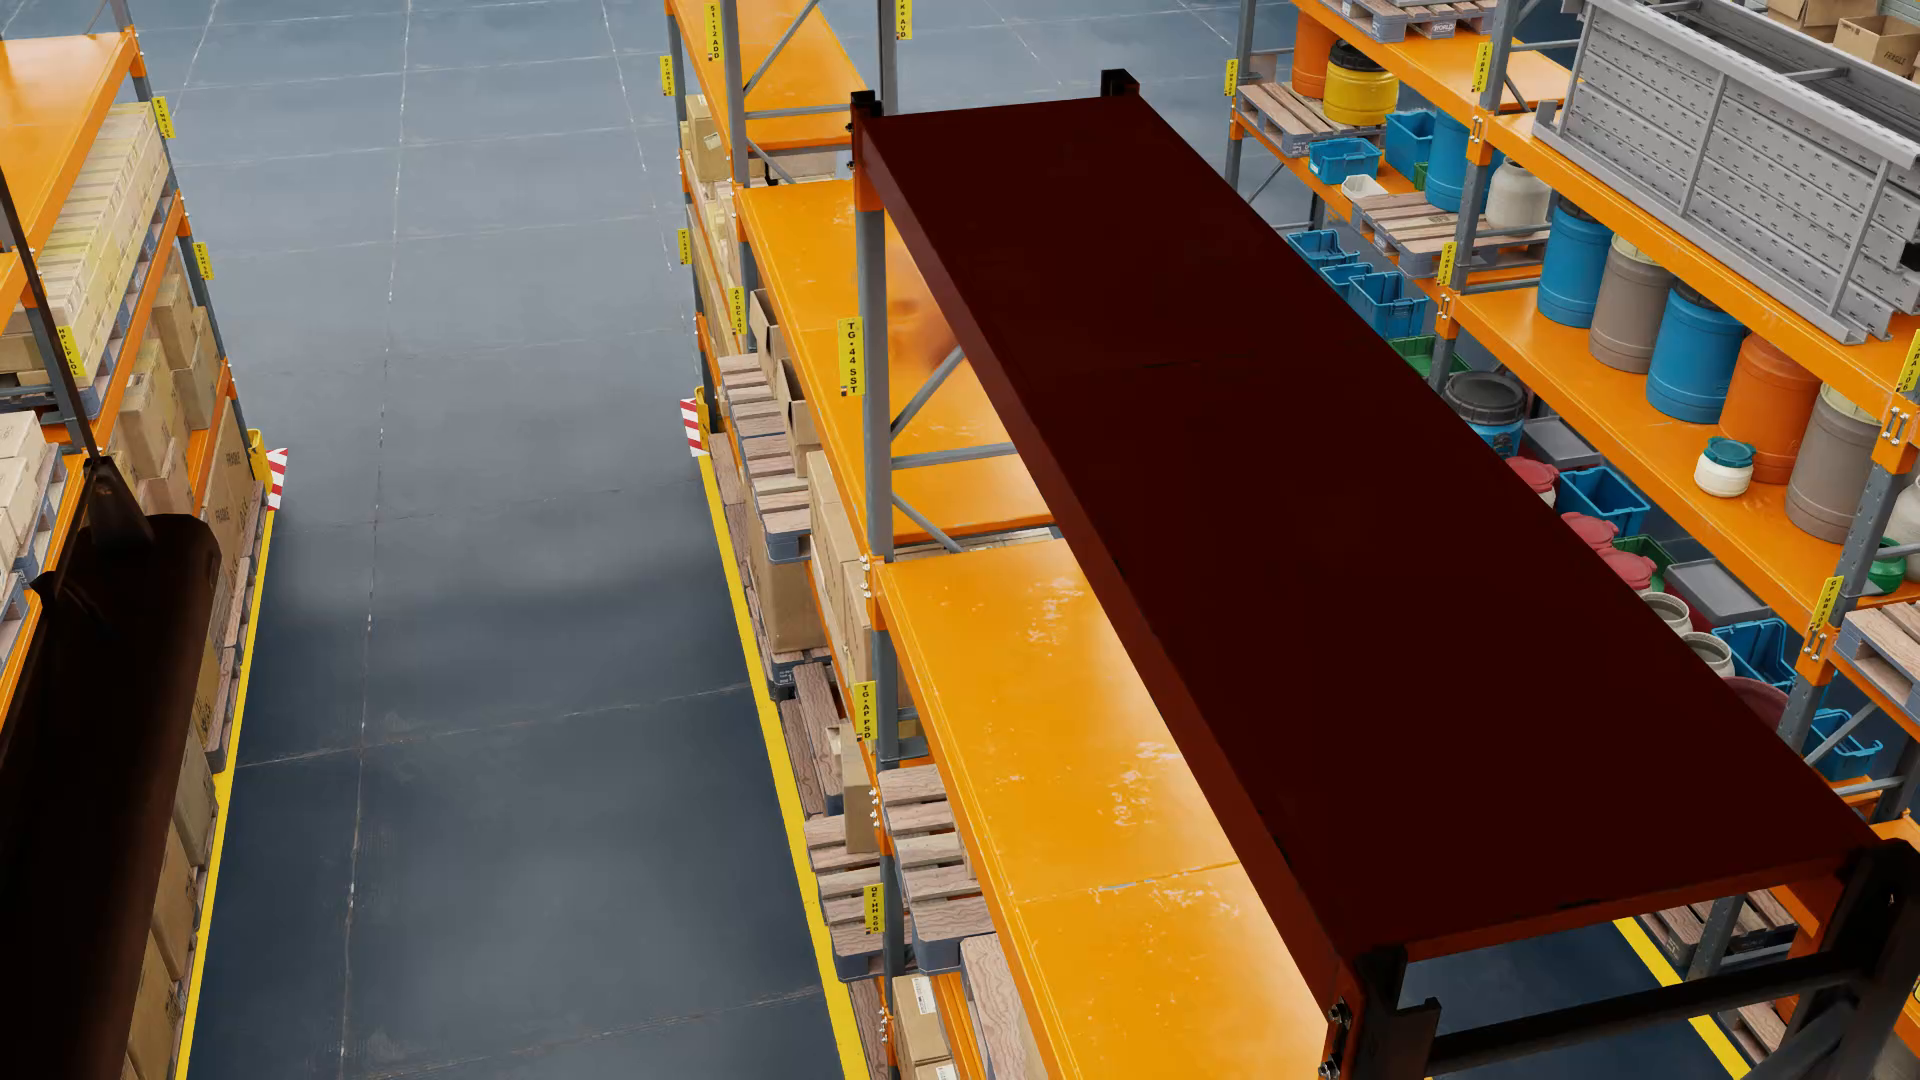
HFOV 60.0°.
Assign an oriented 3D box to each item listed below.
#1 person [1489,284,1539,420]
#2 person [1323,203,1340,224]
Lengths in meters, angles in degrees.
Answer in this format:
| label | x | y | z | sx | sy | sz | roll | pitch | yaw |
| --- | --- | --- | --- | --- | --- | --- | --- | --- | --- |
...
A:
| label | x | y | z | sx | sy | sz | roll | pitch | yaw |
| --- | --- | --- | --- | --- | --- | --- | --- | --- | --- |
| person | 5.117 | -1.685 | 15.103 | 0.587 | 1.733 | 0.709 | -11 | 36 | -15 |
| person | 4.444 | -4.353 | 18.889 | 0.783 | 1.821 | 0.641 | 10 | 36 | 14 |
